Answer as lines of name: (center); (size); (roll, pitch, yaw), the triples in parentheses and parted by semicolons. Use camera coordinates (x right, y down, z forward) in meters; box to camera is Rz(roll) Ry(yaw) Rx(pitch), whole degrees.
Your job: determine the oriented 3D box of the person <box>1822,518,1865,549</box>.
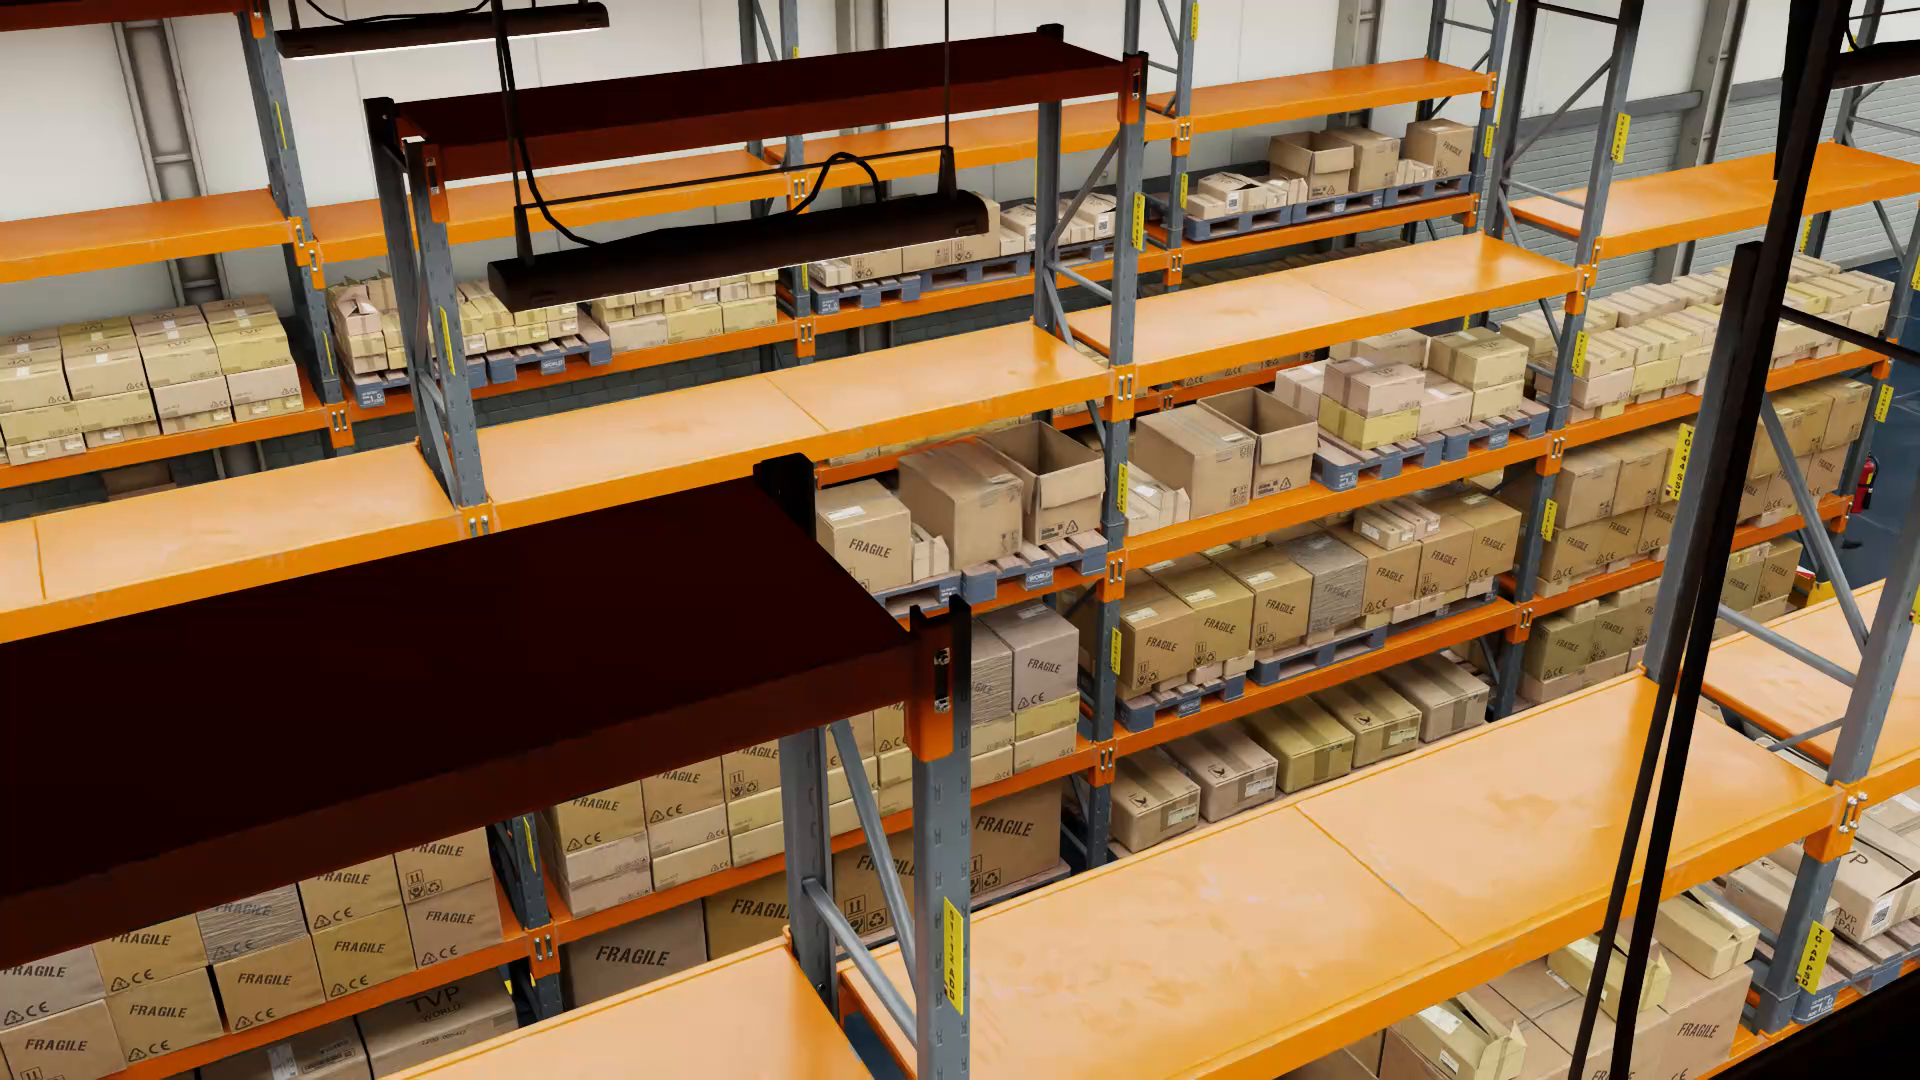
person: (8.472, -0.660, 16.419); (0.557, 1.657, 1.050); (-19, 33, -31)
